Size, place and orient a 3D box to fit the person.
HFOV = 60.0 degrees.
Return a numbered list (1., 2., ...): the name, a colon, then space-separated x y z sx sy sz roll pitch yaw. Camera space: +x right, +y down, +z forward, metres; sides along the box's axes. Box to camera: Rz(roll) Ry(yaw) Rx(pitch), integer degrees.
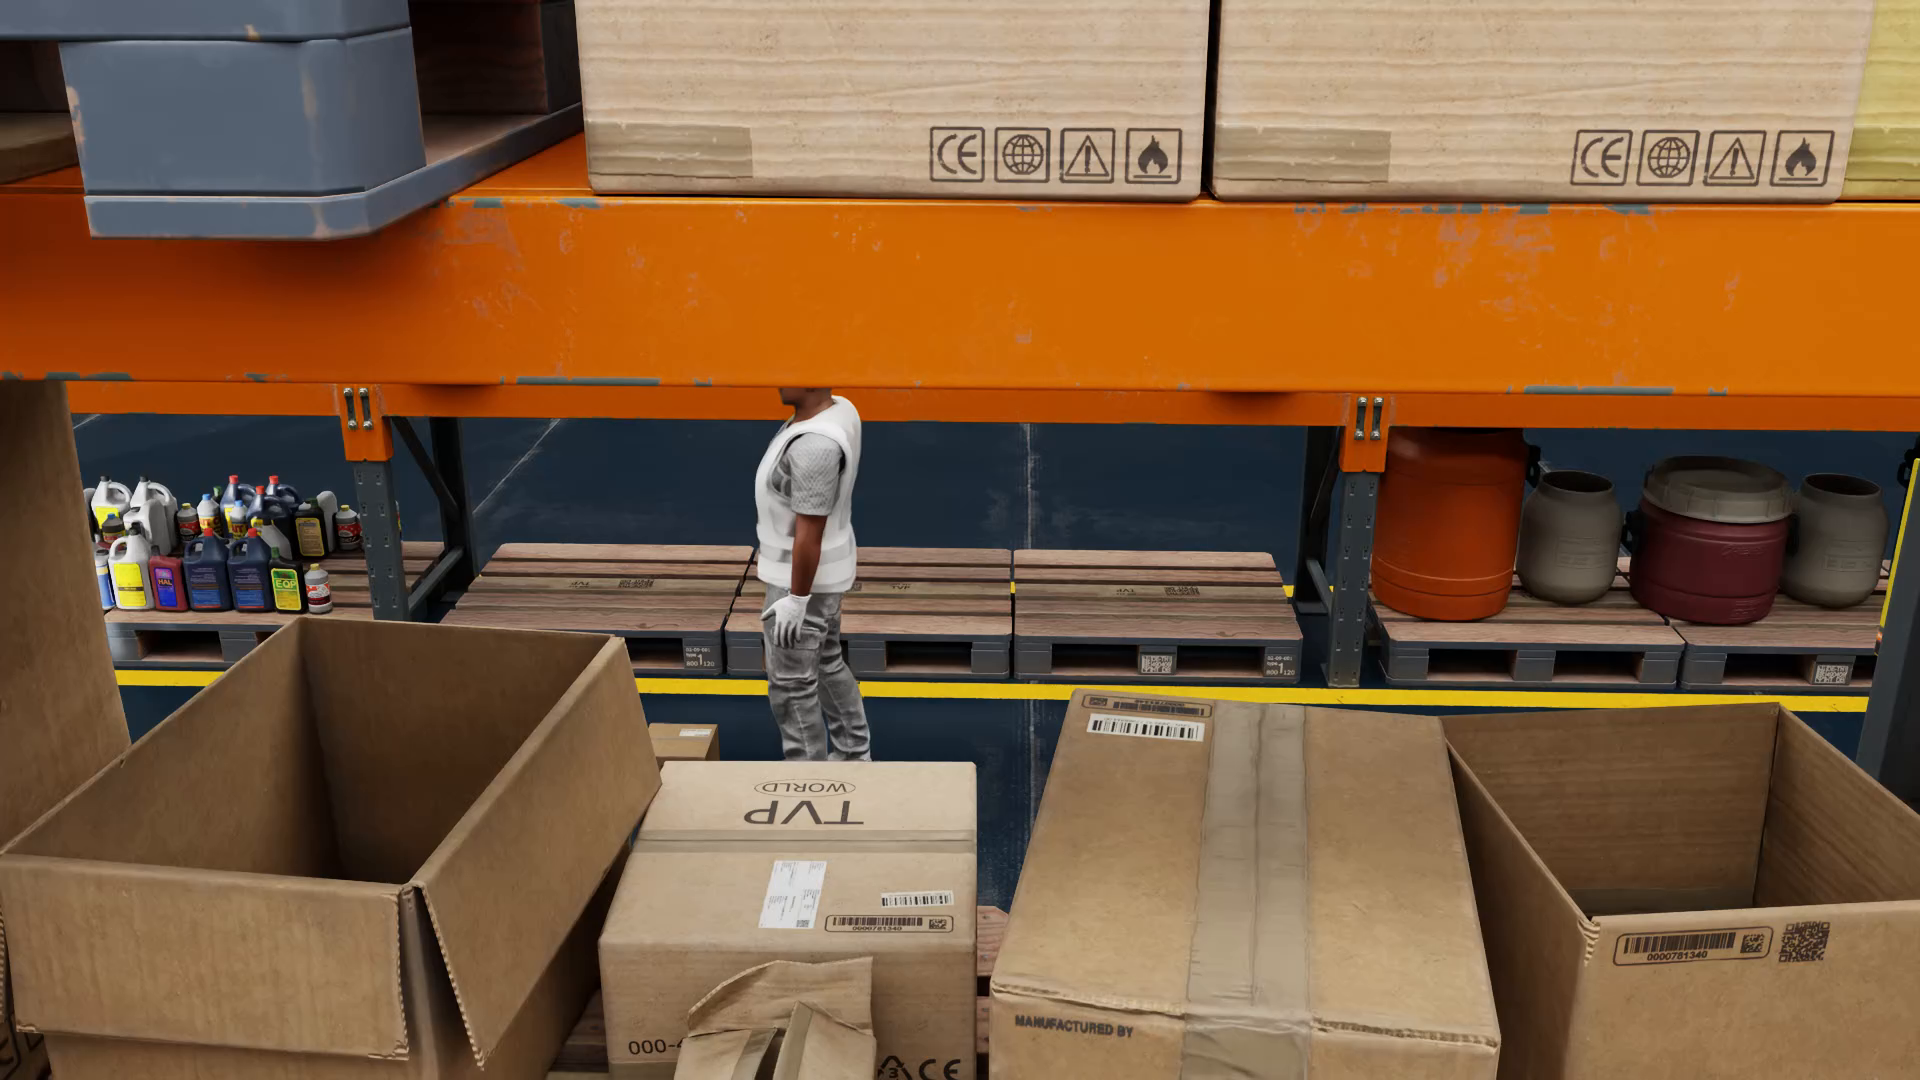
1. person: -0.551 0.147 5.720 0.456 1.828 0.558 1 21 3
